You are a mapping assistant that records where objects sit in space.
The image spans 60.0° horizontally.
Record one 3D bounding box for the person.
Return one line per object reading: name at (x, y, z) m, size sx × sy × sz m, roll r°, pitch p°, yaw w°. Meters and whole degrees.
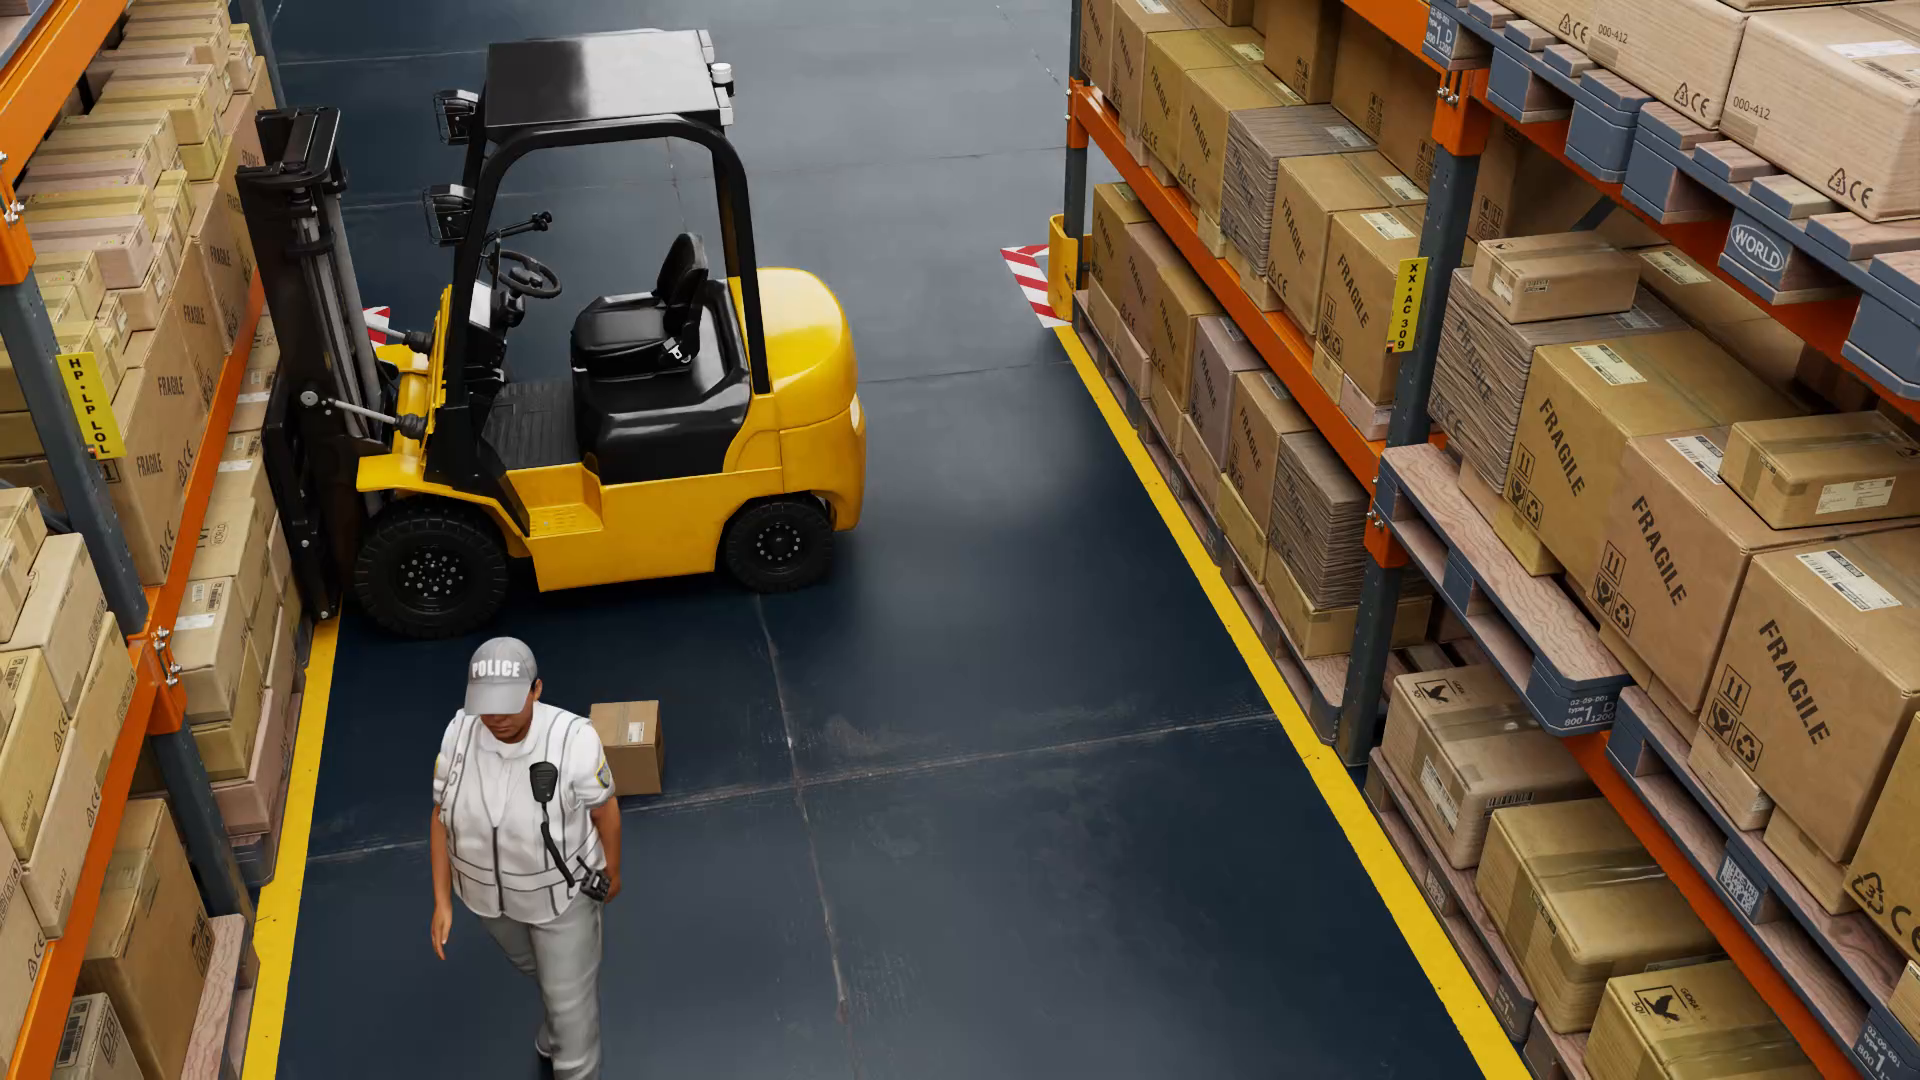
person at (-1.238, 1.031, 4.627) m, size 0.490 × 1.633 × 0.834 m, roll 7°, pitch 35°, yaw 10°
